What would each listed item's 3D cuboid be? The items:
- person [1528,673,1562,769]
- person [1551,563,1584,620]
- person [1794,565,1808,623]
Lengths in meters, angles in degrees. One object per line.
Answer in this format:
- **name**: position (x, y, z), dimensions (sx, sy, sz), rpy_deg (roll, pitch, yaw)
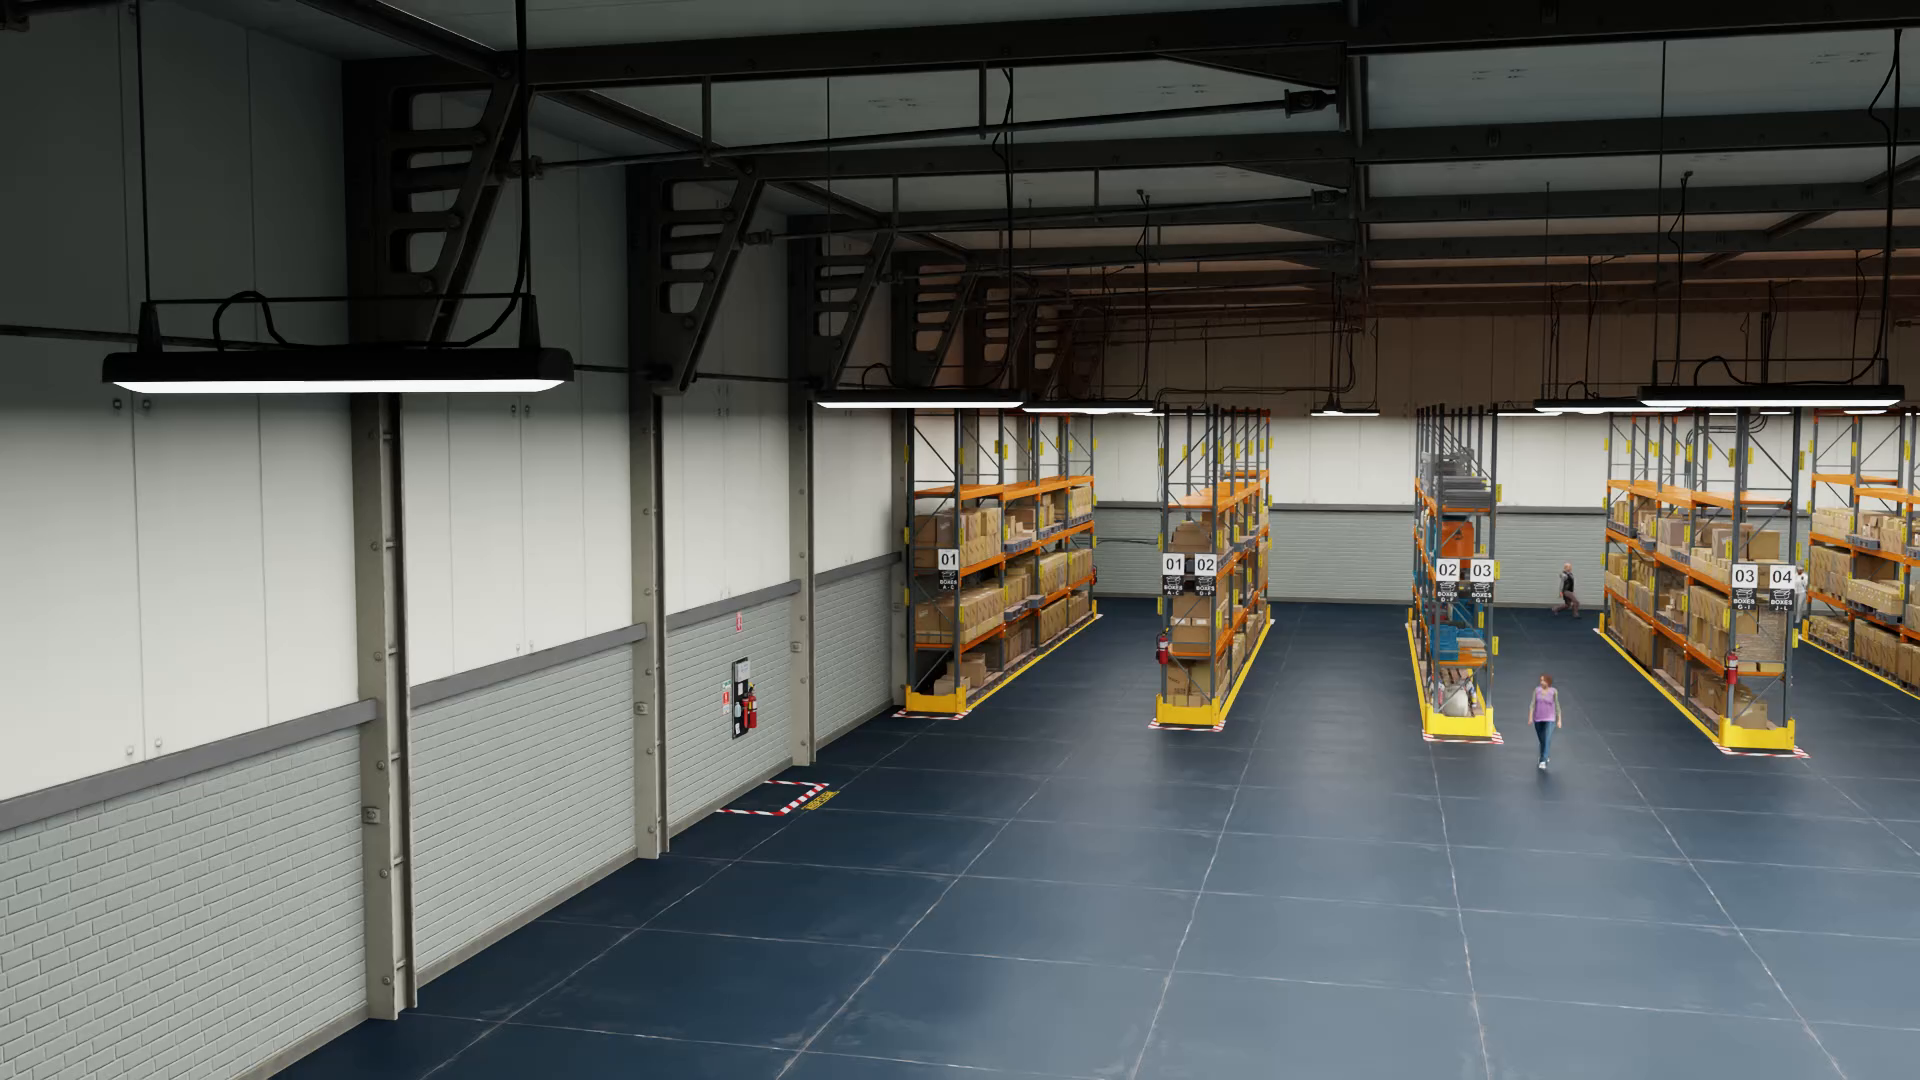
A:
- **person**: position (9.537, 2.952, 27.212), dimensions (0.449, 1.543, 0.966), rpy_deg (3, 5, 39)
- **person**: position (17.393, 1.451, 47.587), dimensions (0.986, 1.611, 0.531), rpy_deg (3, 5, 38)
- **person**: position (23.574, 1.491, 46.703), dimensions (0.474, 1.623, 0.974), rpy_deg (4, 6, 42)
